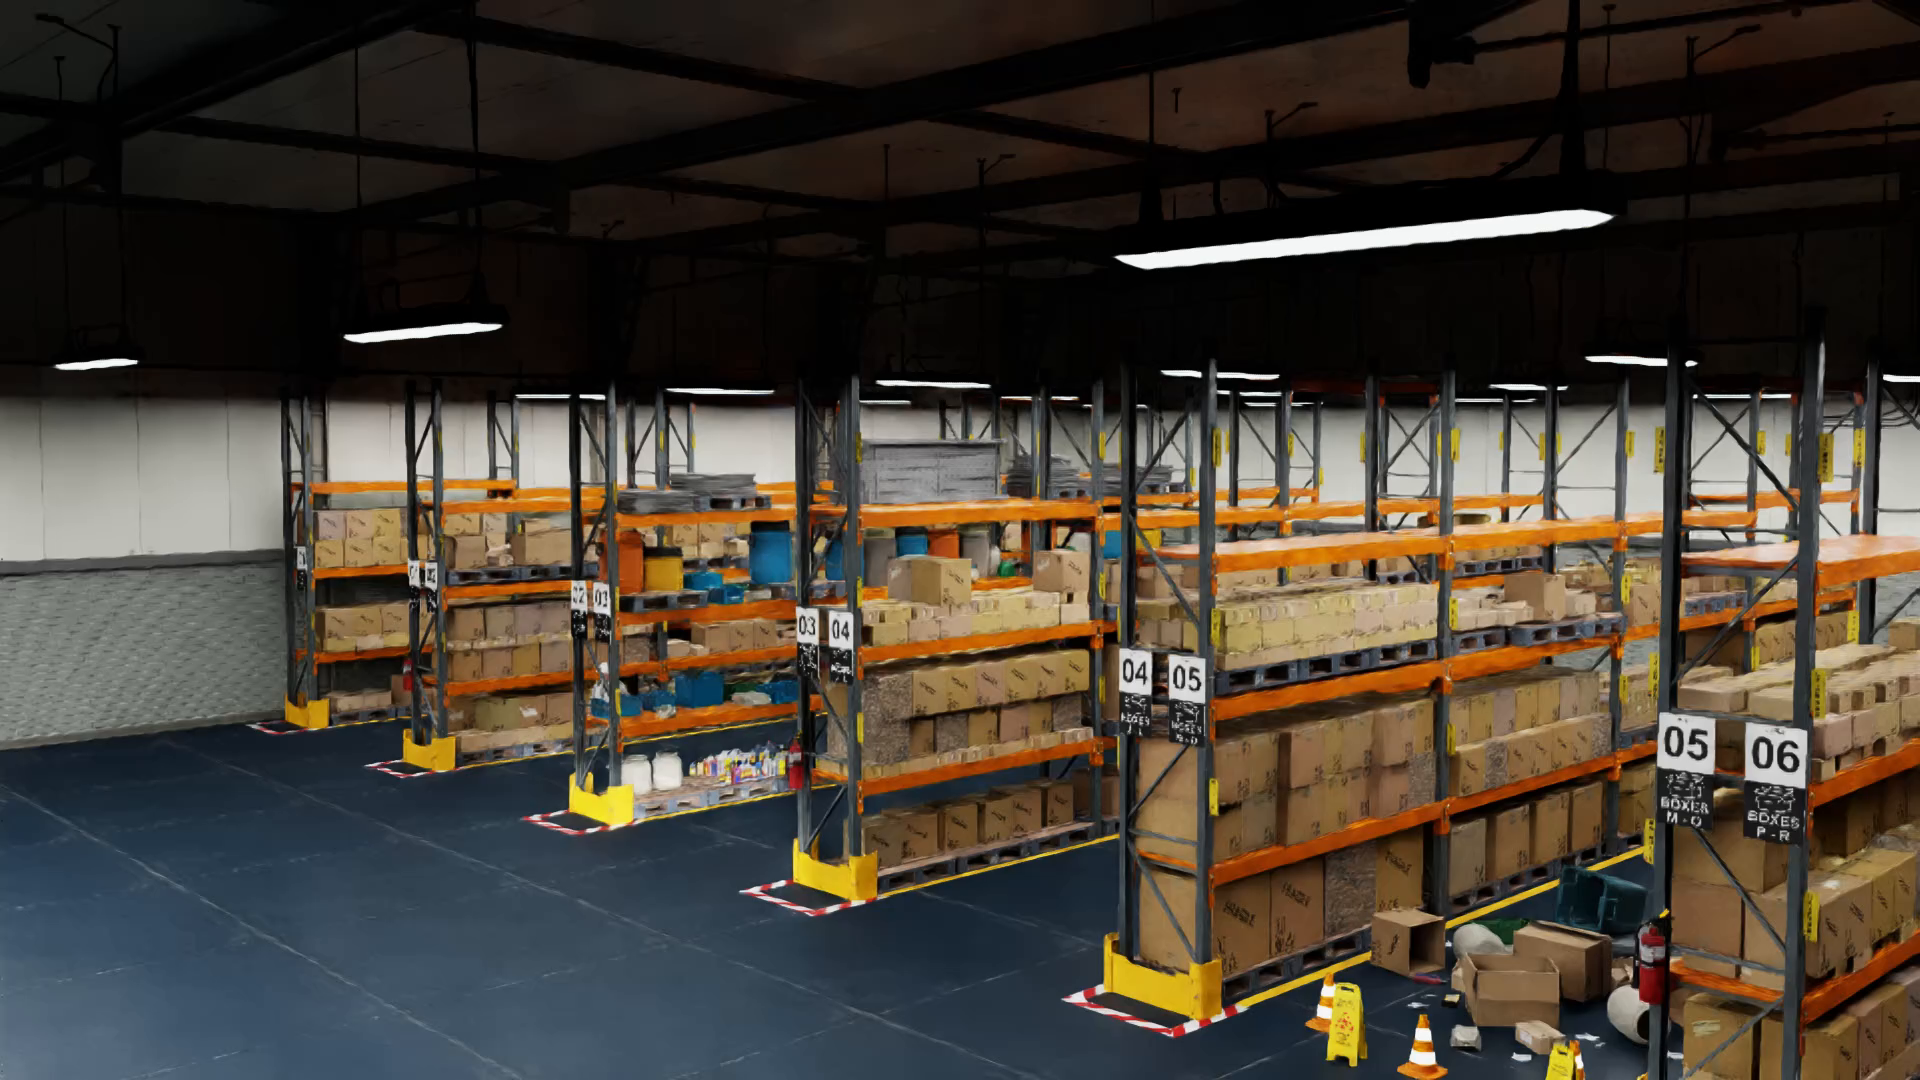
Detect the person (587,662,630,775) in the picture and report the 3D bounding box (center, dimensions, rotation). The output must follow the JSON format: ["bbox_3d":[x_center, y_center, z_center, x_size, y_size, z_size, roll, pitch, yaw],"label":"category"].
[{"bbox_3d":[-5.276,2.689,25.242,0.688,1.709,0.825,2,4,29],"label":"person"}]
